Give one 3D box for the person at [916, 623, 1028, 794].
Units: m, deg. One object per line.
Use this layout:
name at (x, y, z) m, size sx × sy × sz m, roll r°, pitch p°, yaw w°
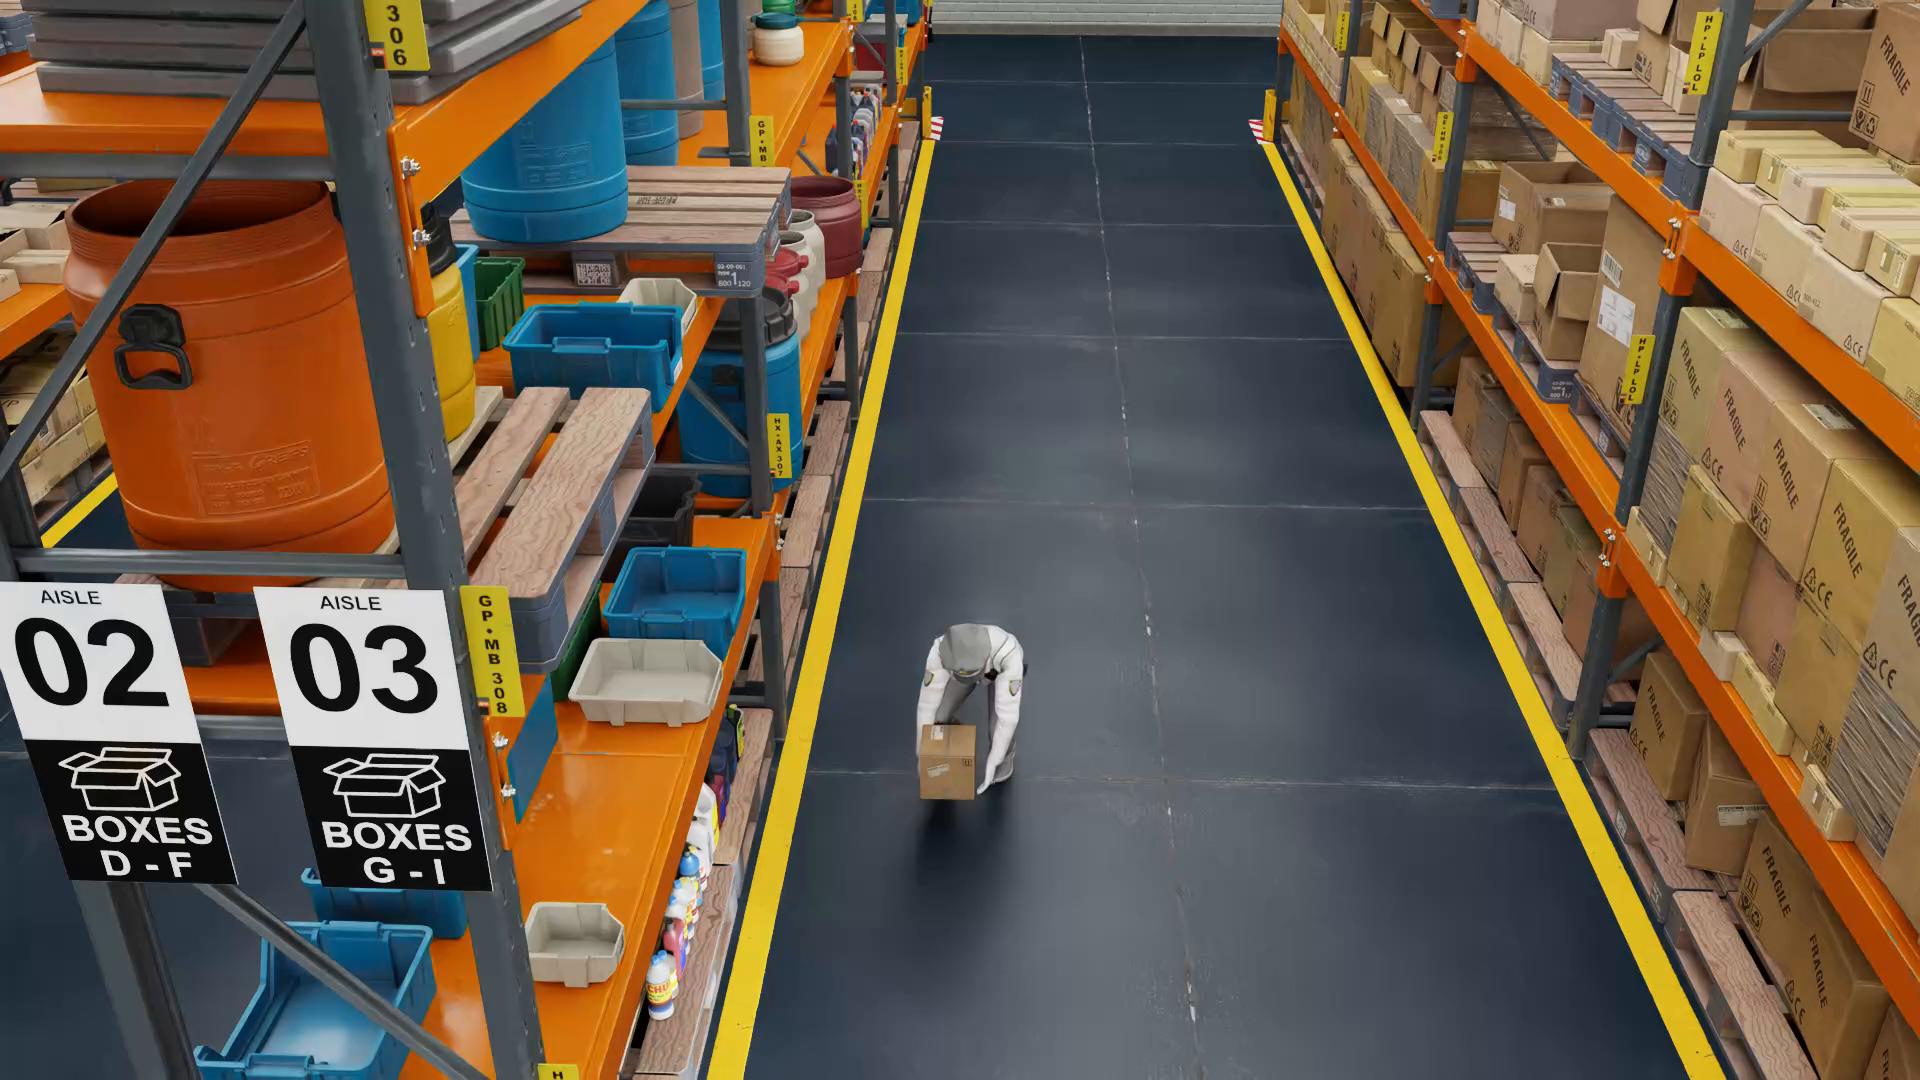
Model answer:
person at (0.087, 0.728, 7.966) m, size 0.488 × 1.006 × 0.820 m, roll 8°, pitch 29°, yaw 15°
